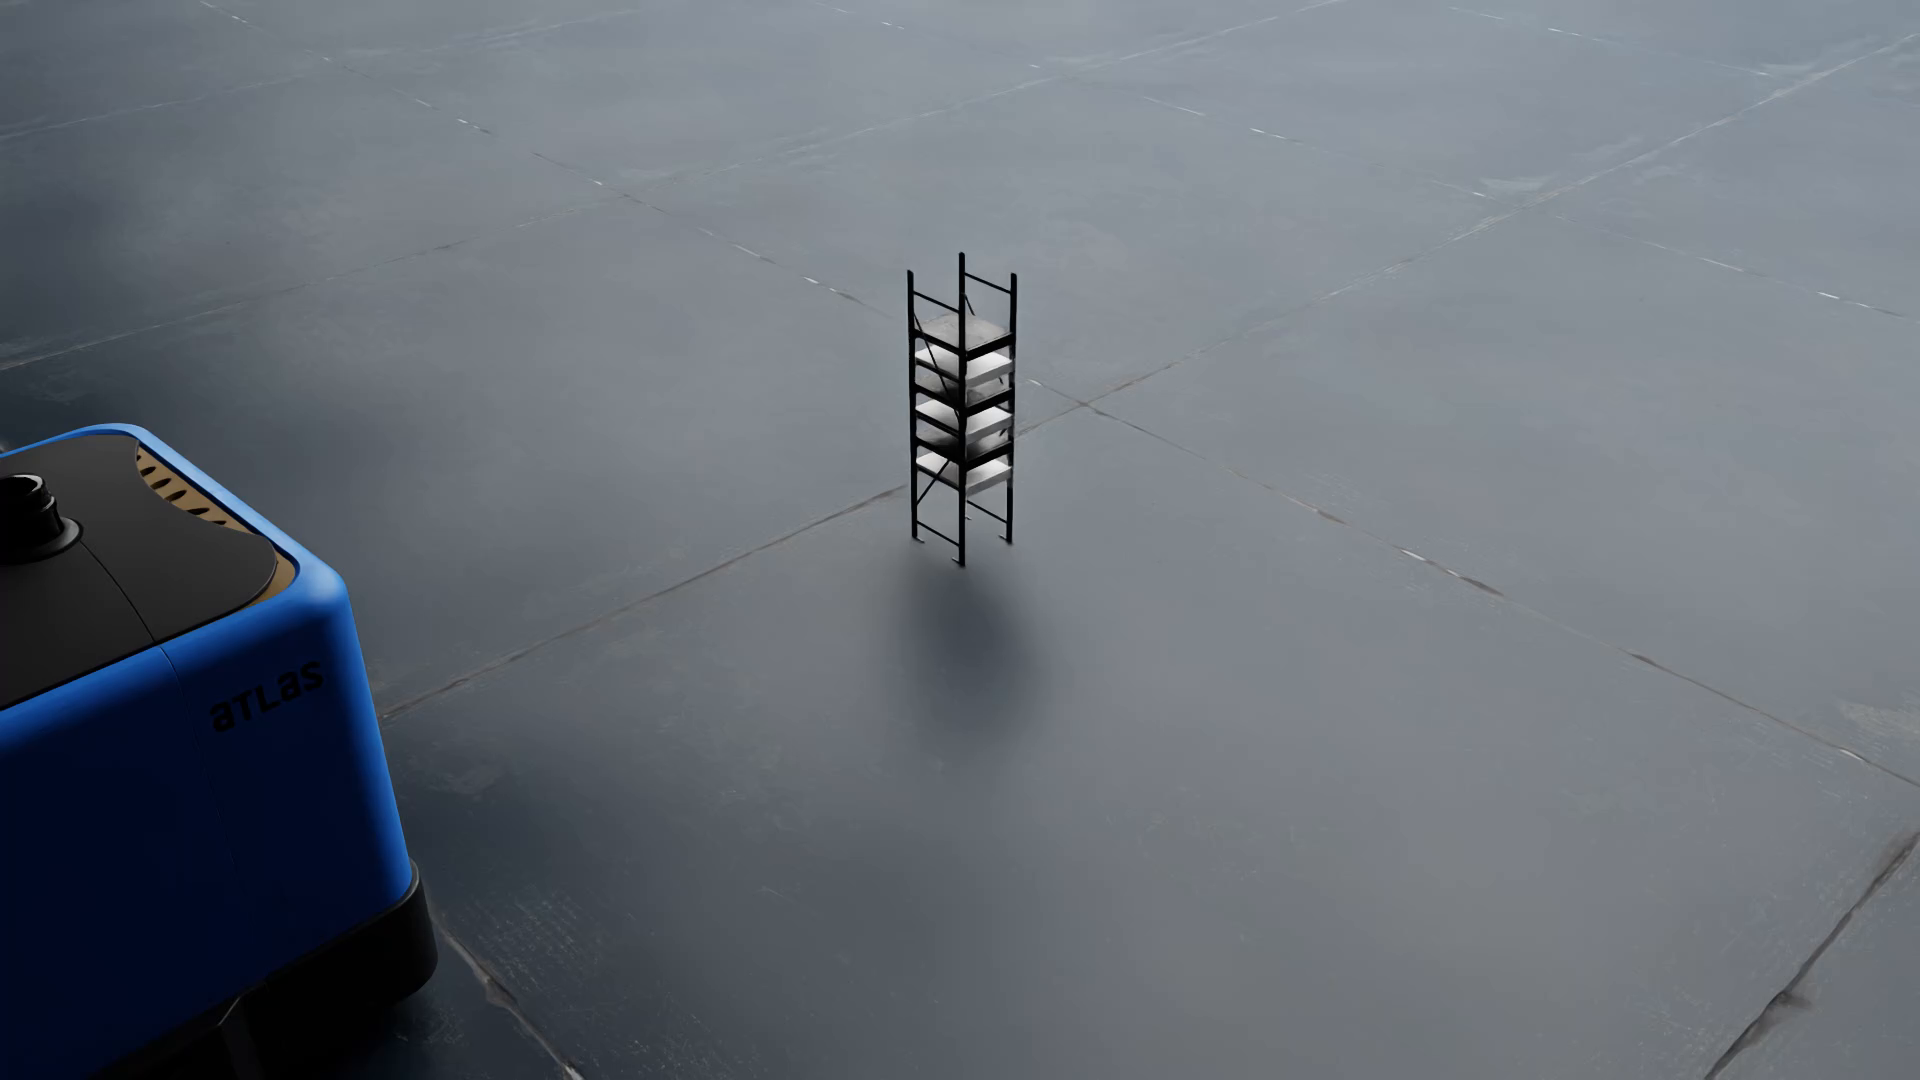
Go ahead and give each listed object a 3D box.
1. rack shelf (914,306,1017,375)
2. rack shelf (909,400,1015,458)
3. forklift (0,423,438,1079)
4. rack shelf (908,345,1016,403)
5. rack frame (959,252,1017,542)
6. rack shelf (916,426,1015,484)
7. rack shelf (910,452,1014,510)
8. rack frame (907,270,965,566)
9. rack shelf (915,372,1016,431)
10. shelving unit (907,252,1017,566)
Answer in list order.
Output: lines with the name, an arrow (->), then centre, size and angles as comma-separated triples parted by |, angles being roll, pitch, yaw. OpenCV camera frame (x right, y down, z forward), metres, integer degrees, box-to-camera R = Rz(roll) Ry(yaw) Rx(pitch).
rack shelf -> 0.006, -0.589, 4.896 | 0.200, 0.077, 0.258 | -26, 40, -35
rack shelf -> 0.006, -0.358, 5.037 | 0.200, 0.077, 0.258 | -26, 40, -35
forklift -> -2.517, 0.115, 2.253 | 1.130, 2.935, 3.031 | 27, 40, 36
rack shelf -> 0.006, -0.512, 4.943 | 0.200, 0.077, 0.258 | -26, 40, -35
rack frame -> 0.081, -0.423, 5.079 | 0.006, 0.900, 0.240 | -26, 40, -35
rack shelf -> 0.006, -0.282, 5.084 | 0.200, 0.077, 0.258 | -26, 40, -35
rack shelf -> 0.006, -0.205, 5.131 | 0.200, 0.077, 0.258 | -26, 40, -35
rack frame -> -0.069, -0.351, 4.961 | 0.006, 0.900, 0.240 | -26, 40, -35
rack shelf -> 0.006, -0.435, 4.990 | 0.200, 0.077, 0.258 | -26, 40, -35
shelving unit -> 0.006, -0.387, 5.020 | 0.210, 0.900, 0.258 | -26, 40, -35
